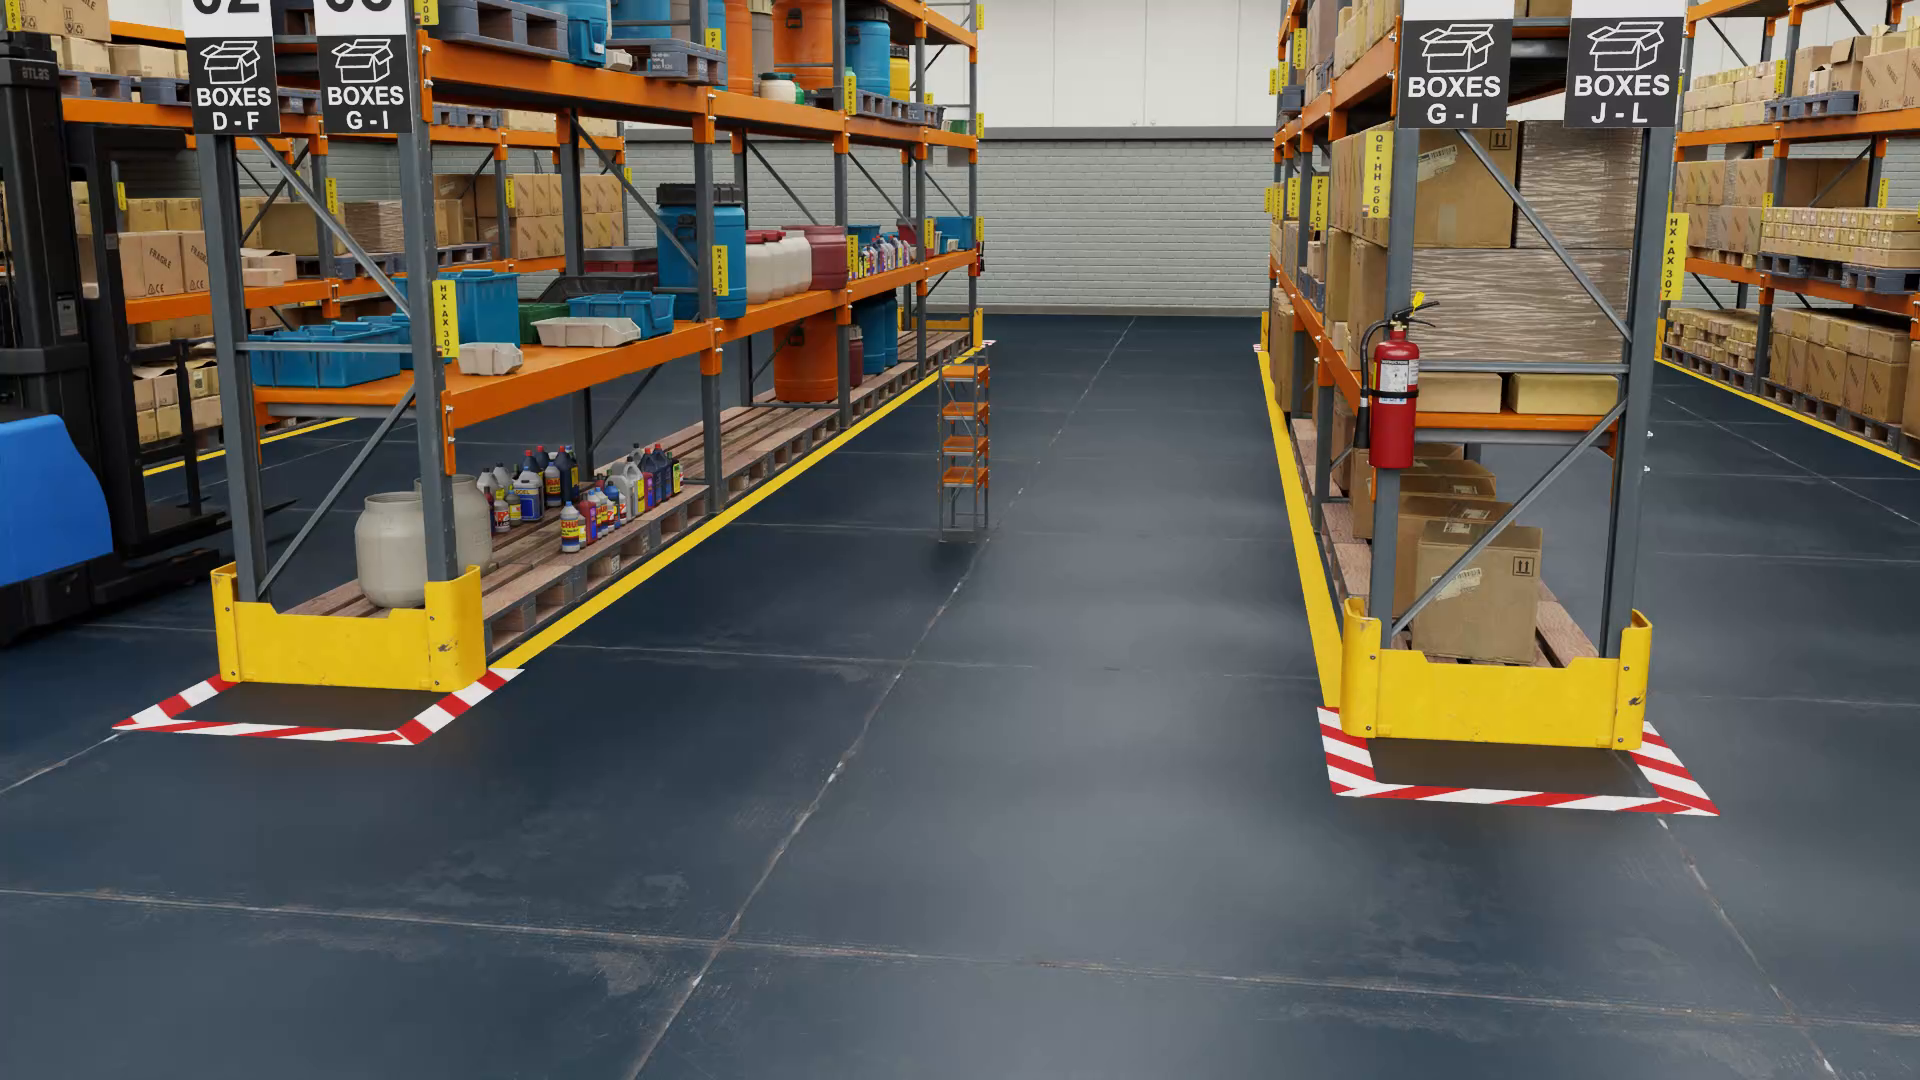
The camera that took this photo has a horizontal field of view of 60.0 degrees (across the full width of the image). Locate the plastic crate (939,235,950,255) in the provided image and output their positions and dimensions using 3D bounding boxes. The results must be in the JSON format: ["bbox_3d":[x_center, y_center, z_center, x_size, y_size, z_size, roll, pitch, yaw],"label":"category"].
[{"bbox_3d":[-0.339,-3.670,20.658,0.416,0.233,0.300,2,12,9],"label":"plastic crate"}]

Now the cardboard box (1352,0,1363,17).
[{"bbox_3d":[2.259,-2.812,8.709,0.380,0.149,0.250,2,12,8],"label":"cardboard box"}]

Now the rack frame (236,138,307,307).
[{"bbox_3d":[-10.065,-4.479,24.158,1.000,3.000,0.127,2,12,9],"label":"rack frame"}]

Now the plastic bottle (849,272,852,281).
[{"bbox_3d":[-1.061,-2.519,15.534,0.097,0.201,0.097,0,12,0],"label":"plastic bottle"}]

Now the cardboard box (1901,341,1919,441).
[{"bbox_3d":[8.091,-1.132,12.972,1.050,0.750,0.750,2,12,8],"label":"cardboard box"}]

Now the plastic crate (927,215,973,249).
[{"bbox_3d":[-0.143,-4.129,22.307,0.616,0.435,0.499,2,12,9],"label":"plastic crate"}]

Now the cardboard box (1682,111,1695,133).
[{"bbox_3d":[9.182,-5.124,20.385,0.500,0.250,0.500,2,12,11],"label":"cardboard box"}]

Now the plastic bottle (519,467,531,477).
[{"bbox_3d":[-2.670,-0.316,10.271,0.097,0.271,0.097,0,12,0],"label":"plastic bottle"}]

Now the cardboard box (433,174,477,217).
[{"bbox_3d":[-5.963,-4.138,19.965,0.500,0.500,0.500,2,12,9],"label":"cardboard box"}]

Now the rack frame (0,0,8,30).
[{"bbox_3d":[-7.015,-4.754,11.194,1.000,3.000,0.127,2,12,9],"label":"rack frame"}]

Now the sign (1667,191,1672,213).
[{"bbox_3d":[8.967,-4.257,21.071,0.100,0.325,0.005,2,12,9],"label":"sign"}]

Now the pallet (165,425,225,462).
[{"bbox_3d":[-6.755,-0.868,14.019,1.003,0.211,1.213,2,12,9],"label":"pallet"}]

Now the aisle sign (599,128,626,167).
[{"bbox_3d":[-4.857,-5.595,23.163,0.394,0.787,0.004,2,12,9],"label":"aisle sign"}]

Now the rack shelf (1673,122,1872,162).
[{"bbox_3d":[9.196,-4.514,18.909,1.077,0.370,4.000,2,12,9],"label":"rack shelf"}]

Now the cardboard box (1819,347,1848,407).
[{"bbox_3d":[8.265,-1.498,15.262,0.500,0.500,0.500,1,12,6],"label":"cardboard box"}]

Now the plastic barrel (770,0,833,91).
[{"bbox_3d":[-1.416,-4.493,15.084,0.600,0.830,0.708,2,12,9],"label":"plastic barrel"}]

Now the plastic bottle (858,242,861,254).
[{"bbox_3d":[-1.050,-2.847,16.702,0.144,0.351,0.185,2,12,9],"label":"plastic bottle"}]

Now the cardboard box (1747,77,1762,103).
[{"bbox_3d":[8.800,-4.833,17.849,0.500,0.250,0.500,1,12,6],"label":"cardboard box"}]

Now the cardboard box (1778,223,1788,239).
[{"bbox_3d":[8.296,-3.037,16.357,0.380,0.149,0.250,2,12,10],"label":"cardboard box"}]

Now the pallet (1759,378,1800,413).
[{"bbox_3d":[8.770,-1.458,16.759,1.003,0.211,1.213,2,12,9],"label":"pallet"}]

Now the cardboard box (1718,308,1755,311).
[{"bbox_3d":[9.672,-2.800,20.725,0.380,0.149,0.250,2,12,9],"label":"cardboard box"}]

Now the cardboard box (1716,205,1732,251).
[{"bbox_3d":[8.842,-3.499,18.667,0.500,0.500,0.500,2,12,8],"label":"cardboard box"}]

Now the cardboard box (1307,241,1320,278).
[{"bbox_3d":[2.903,-2.123,12.584,0.500,0.250,0.500,2,12,7],"label":"cardboard box"}]

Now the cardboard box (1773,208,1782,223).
[{"bbox_3d":[8.336,-3.231,16.555,0.380,0.149,0.250,2,12,10],"label":"cardboard box"}]

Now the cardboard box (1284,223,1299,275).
[{"bbox_3d":[3.531,-2.918,16.674,0.500,0.500,0.500,2,12,7],"label":"cardboard box"}]

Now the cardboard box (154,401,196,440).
[{"bbox_3d":[-6.552,-0.973,13.418,0.500,0.250,0.500,1,12,7],"label":"cardboard box"}]

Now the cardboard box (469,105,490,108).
[{"bbox_3d":[-5.465,-5.218,19.633,0.500,0.250,0.500,2,12,9],"label":"cardboard box"}]

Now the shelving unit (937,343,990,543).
[{"bbox_3d":[0.025,-0.621,10.527,0.258,1.200,0.503,2,12,9],"label":"shelving unit"}]

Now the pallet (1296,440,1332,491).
[{"bbox_3d":[3.076,-0.554,12.561,1.003,0.211,1.213,2,12,9],"label":"pallet"}]

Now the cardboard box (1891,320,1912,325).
[{"bbox_3d":[8.785,-1.845,15.089,0.500,0.250,0.500,2,12,9],"label":"cardboard box"}]

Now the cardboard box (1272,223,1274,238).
[{"bbox_3d":[4.204,-3.870,20.982,0.500,0.250,0.500,2,12,8],"label":"cardboard box"}]

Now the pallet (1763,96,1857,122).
[{"bbox_3d":[8.688,-4.233,16.341,1.213,0.211,1.003,2,12,9],"label":"pallet"}]

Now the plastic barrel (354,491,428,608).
[{"bbox_3d":[-2.711,0.044,8.079,0.421,0.512,0.421,0,12,0],"label":"plastic barrel"}]

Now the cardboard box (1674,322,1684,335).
[{"bbox_3d":[9.071,-2.617,20.582,0.380,0.149,0.250,2,12,8],"label":"cardboard box"}]

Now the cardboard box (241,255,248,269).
[{"bbox_3d":[-6.729,-2.431,14.864,0.500,0.311,0.500,2,12,8],"label":"cardboard box"}]

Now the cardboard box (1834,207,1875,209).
[{"bbox_3d":[9.019,-3.267,16.720,0.380,0.149,0.250,2,12,11],"label":"cardboard box"}]

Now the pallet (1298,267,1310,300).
[{"bbox_3d":[3.383,-2.087,13.513,1.213,0.211,1.003,2,12,9],"label":"pallet"}]

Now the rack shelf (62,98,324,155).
[{"bbox_3d":[-6.708,-3.353,13.518,1.077,0.370,4.000,2,12,9],"label":"rack shelf"}]

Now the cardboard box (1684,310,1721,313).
[{"bbox_3d":[9.164,-2.759,20.535,0.380,0.149,0.250,2,12,10],"label":"cardboard box"}]

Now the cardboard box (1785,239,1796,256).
[{"bbox_3d":[8.254,-2.837,16.136,0.380,0.149,0.250,2,12,9],"label":"cardboard box"}]

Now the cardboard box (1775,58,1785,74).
[{"bbox_3d":[8.666,-4.890,17.166,0.380,0.149,0.250,1,12,6],"label":"cardboard box"}]

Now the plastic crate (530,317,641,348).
[{"bbox_3d":[-2.121,-1.185,9.499,0.530,0.136,0.437,2,12,9],"label":"plastic crate"}]

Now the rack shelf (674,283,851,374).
[{"bbox_3d":[-1.814,-1.725,13.085,1.077,0.370,4.000,2,12,9],"label":"rack shelf"}]

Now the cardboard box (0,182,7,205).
[{"bbox_3d":[-10.744,-3.793,18.205,0.500,0.250,0.500,2,12,7],"label":"cardboard box"}]

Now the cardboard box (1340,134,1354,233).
[{"bbox_3d":[2.299,-1.889,8.823,0.500,0.500,0.500,2,12,9],"label":"cardboard box"}]

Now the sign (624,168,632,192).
[{"bbox_3d":[-4.625,-5.018,23.159,0.100,0.325,0.005,2,12,9],"label":"sign"}]

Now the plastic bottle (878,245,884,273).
[{"bbox_3d":[-0.813,-2.869,16.964,0.061,0.283,0.133,2,12,9],"label":"plastic bottle"}]

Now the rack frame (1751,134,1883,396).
[{"bbox_3d":[8.888,-2.983,17.217,1.000,3.000,0.127,2,12,9],"label":"rack frame"}]

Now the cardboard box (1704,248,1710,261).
[{"bbox_3d":[9.001,-3.363,19.576,0.380,0.149,0.250,2,12,8],"label":"cardboard box"}]

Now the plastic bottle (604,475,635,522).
[{"bbox_3d":[-2.044,-0.260,9.999,0.152,0.276,0.135,2,12,10],"label":"plastic bottle"}]

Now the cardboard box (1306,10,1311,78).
[{"bbox_3d":[3.061,-4.003,13.402,0.500,0.500,0.500,2,12,9],"label":"cardboard box"}]

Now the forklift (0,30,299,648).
[{"bbox_3d":[-4.856,-1.181,9.014,1.130,2.935,3.031,2,12,11],"label":"forklift"}]

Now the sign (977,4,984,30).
[{"bbox_3d":[0.270,-6.919,22.004,0.100,0.325,0.005,2,12,9],"label":"sign"}]

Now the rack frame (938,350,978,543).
[{"bbox_3d":[-0.012,-0.570,10.291,0.240,1.200,0.015,2,12,9],"label":"rack frame"}]

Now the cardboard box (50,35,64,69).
[{"bbox_3d":[-6.911,-3.548,12.075,0.500,0.250,0.500,3,13,15],"label":"cardboard box"}]

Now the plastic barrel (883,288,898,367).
[{"bbox_3d":[-0.992,-2.393,18.459,0.600,0.901,0.708,2,12,9],"label":"plastic barrel"}]

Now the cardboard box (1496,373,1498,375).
[{"bbox_3d":[2.565,-0.752,7.458,0.380,0.149,0.250,2,12,9],"label":"cardboard box"}]
